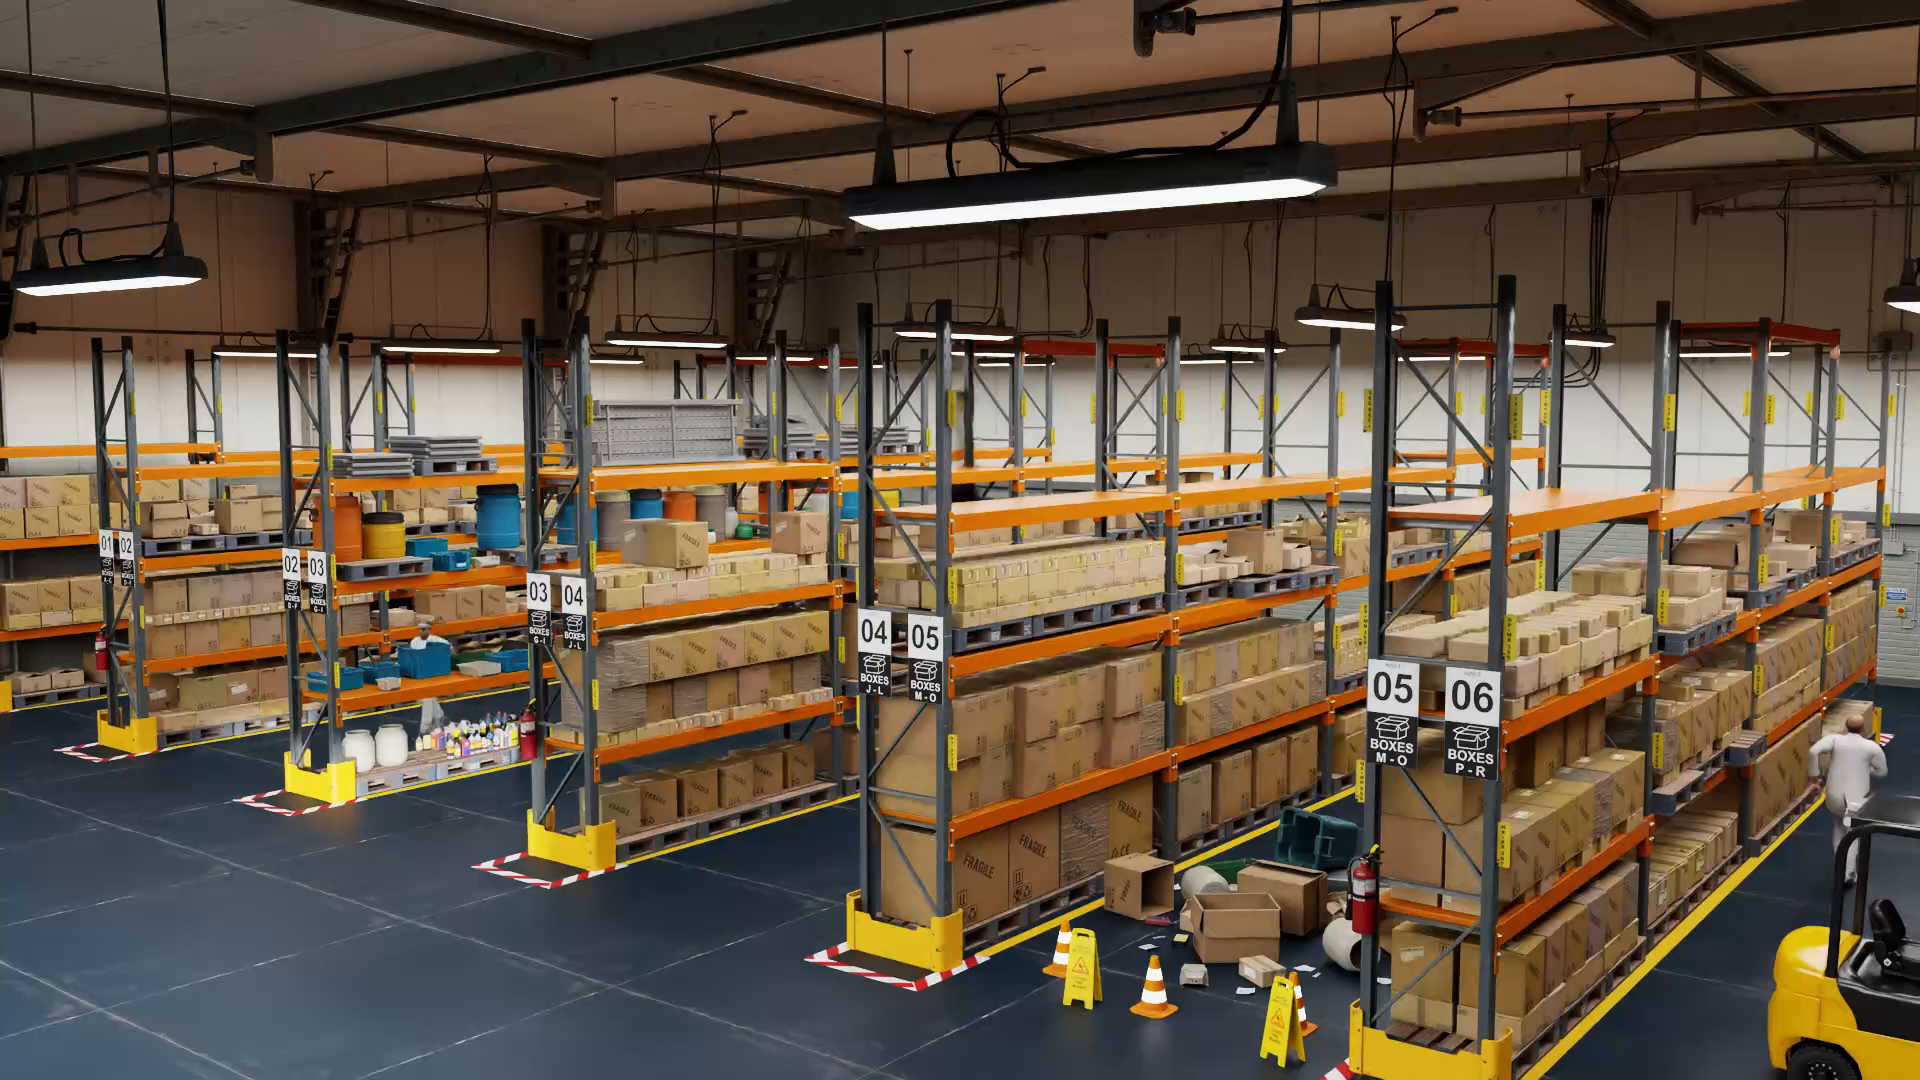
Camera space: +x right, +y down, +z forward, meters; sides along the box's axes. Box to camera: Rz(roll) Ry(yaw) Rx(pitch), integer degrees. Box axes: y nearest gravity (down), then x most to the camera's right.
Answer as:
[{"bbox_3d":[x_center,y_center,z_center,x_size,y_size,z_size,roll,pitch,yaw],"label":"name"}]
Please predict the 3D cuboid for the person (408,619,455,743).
[{"bbox_3d":[-8.039,2.078,25.165,0.641,1.816,0.915,1,5,17],"label":"person"}]

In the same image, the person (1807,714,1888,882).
[{"bbox_3d":[9.448,2.740,17.729,0.725,1.798,0.950,4,7,40],"label":"person"}]
